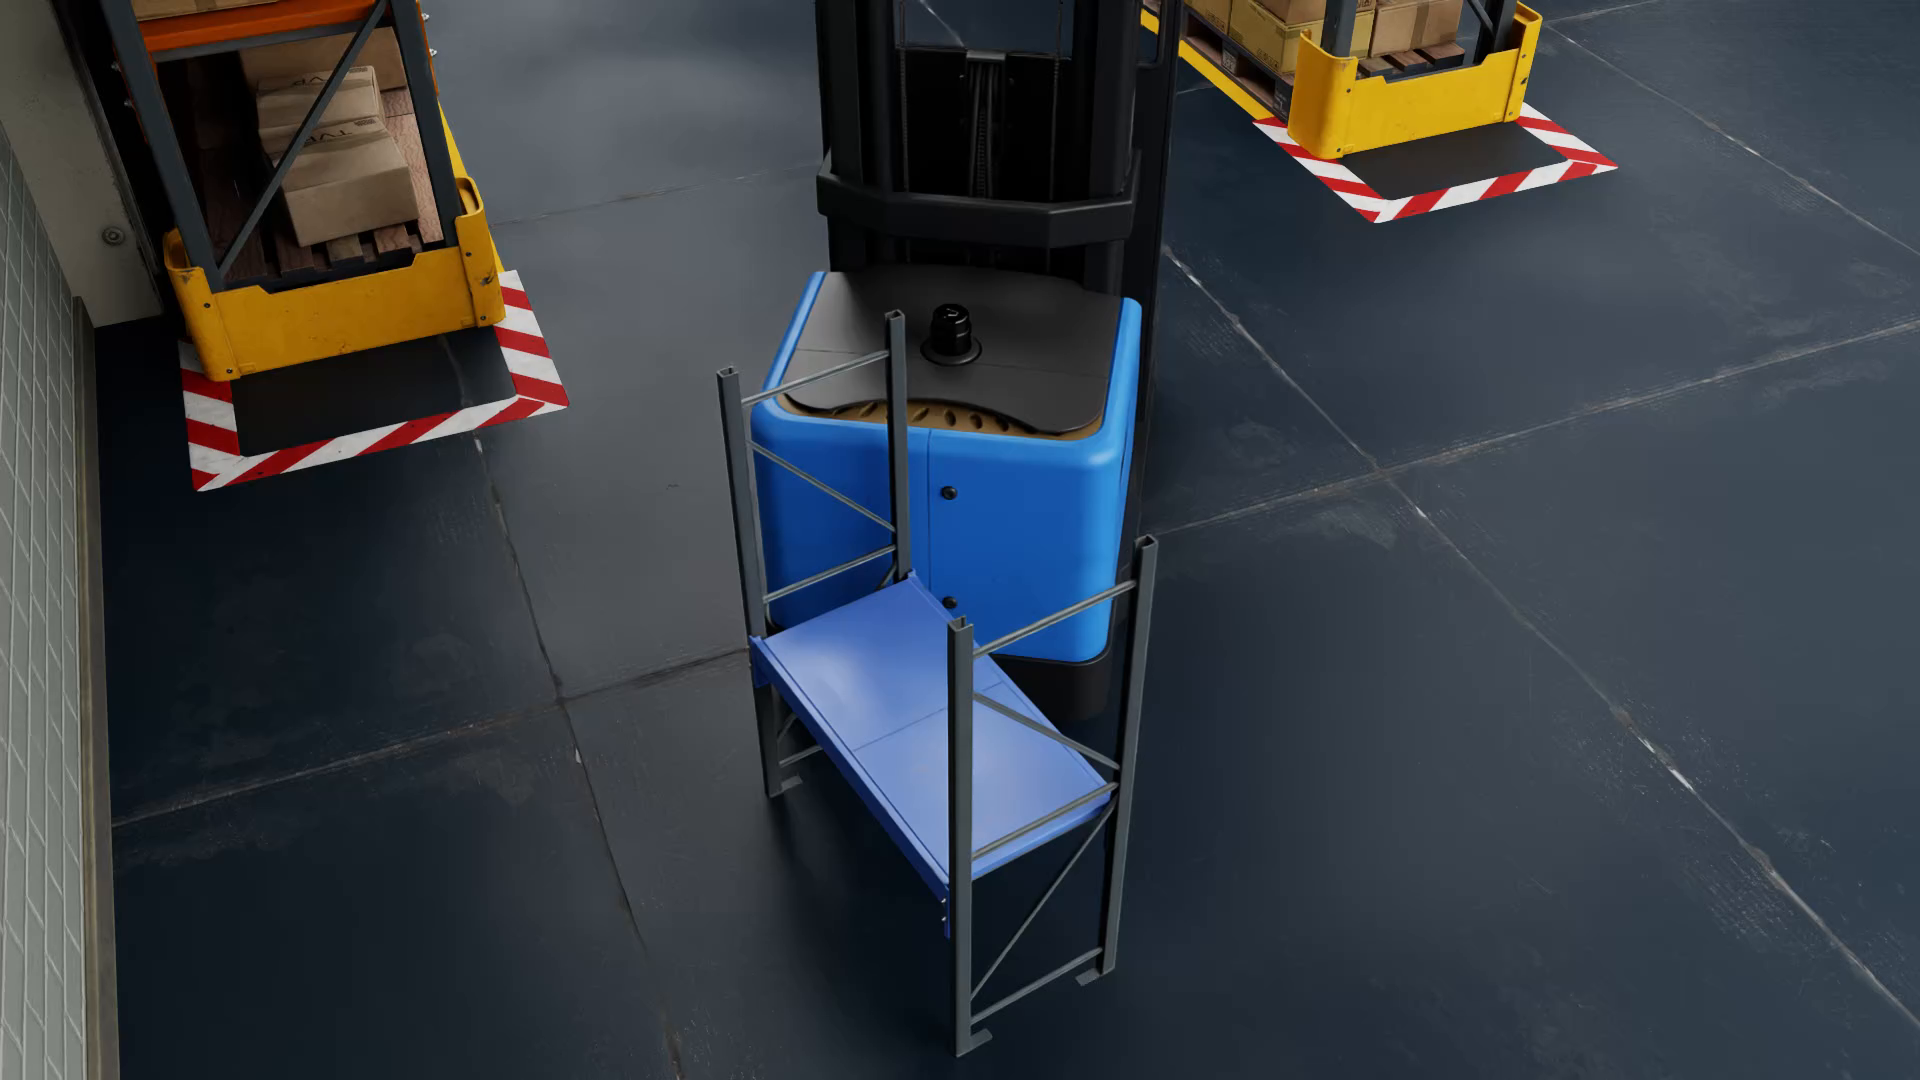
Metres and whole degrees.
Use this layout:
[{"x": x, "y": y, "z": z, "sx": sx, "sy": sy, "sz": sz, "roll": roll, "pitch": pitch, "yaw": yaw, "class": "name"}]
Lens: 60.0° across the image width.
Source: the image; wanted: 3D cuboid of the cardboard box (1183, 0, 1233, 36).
[{"x": 1.476, "y": -2.845, "z": 8.544, "sx": 0.500, "sy": 0.250, "sz": 0.500, "roll": -15, "pitch": 43, "yaw": -17, "class": "cardboard box"}]

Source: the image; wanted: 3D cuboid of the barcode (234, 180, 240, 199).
[{"x": -2.977, "y": -1.444, "z": 6.846, "sx": 0.001, "sy": 0.075, "sz": 0.075, "roll": -15, "pitch": 43, "yaw": -17, "class": "barcode"}]

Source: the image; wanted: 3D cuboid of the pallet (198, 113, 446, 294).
[{"x": -2.726, "y": -1.429, "z": 7.250, "sx": 1.003, "sy": 0.211, "sz": 1.213, "roll": -15, "pitch": 43, "yaw": -17, "class": "pallet"}]

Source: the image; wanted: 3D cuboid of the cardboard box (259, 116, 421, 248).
[{"x": -2.601, "y": -1.529, "z": 6.952, "sx": 0.500, "sy": 0.311, "sz": 0.500, "roll": -20, "pitch": 45, "yaw": -22, "class": "cardboard box"}]

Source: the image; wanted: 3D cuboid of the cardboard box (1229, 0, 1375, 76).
[{"x": 1.678, "y": -2.547, "z": 8.198, "sx": 0.500, "sy": 0.250, "sz": 0.500, "roll": -15, "pitch": 43, "yaw": -17, "class": "cardboard box"}]

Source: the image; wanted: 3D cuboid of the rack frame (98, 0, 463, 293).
[{"x": -2.419, "y": -1.943, "z": 5.708, "sx": 1.000, "sy": 3.000, "sz": 0.127, "roll": -15, "pitch": 43, "yaw": -17, "class": "rack frame"}]

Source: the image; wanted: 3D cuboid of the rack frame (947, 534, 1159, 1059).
[{"x": 0.193, "y": 0.651, "z": 3.842, "sx": 0.500, "sy": 1.500, "sz": 0.032, "roll": -23, "pitch": 46, "yaw": -24, "class": "rack frame"}]

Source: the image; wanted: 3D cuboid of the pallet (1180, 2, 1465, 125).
[{"x": 1.825, "y": -2.574, "z": 8.581, "sx": 1.003, "sy": 0.211, "sz": 1.213, "roll": -15, "pitch": 43, "yaw": -17, "class": "pallet"}]

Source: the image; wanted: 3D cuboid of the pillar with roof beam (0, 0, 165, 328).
[{"x": 0.491, "y": -5.497, "z": 5.241, "sx": 9.100, "sy": 9.000, "sz": 0.400, "roll": -15, "pitch": 43, "yaw": -17, "class": "pillar with roof beam"}]

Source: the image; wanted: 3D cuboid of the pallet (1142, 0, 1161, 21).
[{"x": 1.362, "y": -3.307, "z": 9.434, "sx": 1.003, "sy": 0.211, "sz": 1.213, "roll": -15, "pitch": 43, "yaw": -17, "class": "pallet"}]

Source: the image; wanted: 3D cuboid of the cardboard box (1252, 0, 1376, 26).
[{"x": 1.676, "y": -2.830, "z": 7.953, "sx": 0.500, "sy": 0.500, "sz": 0.500, "roll": -15, "pitch": 43, "yaw": -17, "class": "cardboard box"}]

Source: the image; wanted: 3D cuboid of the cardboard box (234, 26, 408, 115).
[{"x": -3.053, "y": -2.399, "z": 7.819, "sx": 0.700, "sy": 0.500, "sz": 0.500, "roll": -18, "pitch": 44, "yaw": -20, "class": "cardboard box"}]

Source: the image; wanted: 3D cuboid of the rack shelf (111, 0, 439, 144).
[{"x": -3.184, "y": -2.875, "z": 7.344, "sx": 1.077, "sy": 0.370, "sz": 4.000, "roll": -15, "pitch": 43, "yaw": -17, "class": "rack shelf"}]

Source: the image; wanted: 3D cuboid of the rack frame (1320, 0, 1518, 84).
[{"x": 2.156, "y": -3.181, "z": 7.148, "sx": 1.000, "sy": 3.000, "sz": 0.127, "roll": -15, "pitch": 43, "yaw": -17, "class": "rack frame"}]

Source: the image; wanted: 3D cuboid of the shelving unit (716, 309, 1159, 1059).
[{"x": -0.081, "y": 0.372, "z": 4.167, "sx": 0.538, "sy": 1.500, "sz": 1.048, "roll": -23, "pitch": 46, "yaw": -24, "class": "shelving unit"}]

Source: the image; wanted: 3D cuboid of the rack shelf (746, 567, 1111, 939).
[{"x": -0.081, "y": 0.509, "z": 4.284, "sx": 0.538, "sy": 0.185, "sz": 1.000, "roll": -23, "pitch": 46, "yaw": -24, "class": "rack shelf"}]

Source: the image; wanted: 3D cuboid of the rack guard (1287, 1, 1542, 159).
[{"x": 2.165, "y": -2.218, "z": 7.946, "sx": 1.175, "sy": 0.500, "sz": 0.348, "roll": -15, "pitch": 43, "yaw": -17, "class": "rack guard"}]

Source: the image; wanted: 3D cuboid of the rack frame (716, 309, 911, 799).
[{"x": -0.355, "y": 0.093, "z": 4.492, "sx": 0.500, "sy": 1.500, "sz": 0.032, "roll": -23, "pitch": 46, "yaw": -24, "class": "rack frame"}]

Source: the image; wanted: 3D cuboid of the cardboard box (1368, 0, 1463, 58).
[{"x": 2.156, "y": -2.676, "z": 8.348, "sx": 0.500, "sy": 0.250, "sz": 0.500, "roll": -15, "pitch": 43, "yaw": -17, "class": "cardboard box"}]

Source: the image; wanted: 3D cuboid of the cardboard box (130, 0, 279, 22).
[{"x": -2.777, "y": -2.127, "z": 6.022, "sx": 0.500, "sy": 0.250, "sz": 0.500, "roll": -15, "pitch": 43, "yaw": -16, "class": "cardboard box"}]

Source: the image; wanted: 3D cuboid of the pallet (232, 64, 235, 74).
[{"x": -3.660, "y": -2.899, "z": 8.959, "sx": 1.003, "sy": 0.211, "sz": 1.213, "roll": -15, "pitch": 43, "yaw": -17, "class": "pallet"}]

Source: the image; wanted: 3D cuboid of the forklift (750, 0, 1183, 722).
[{"x": 0.151, "y": -1.528, "z": 5.279, "sx": 1.130, "sy": 2.935, "sz": 3.031, "roll": 6, "pitch": 41, "yaw": 7, "class": "forklift"}]

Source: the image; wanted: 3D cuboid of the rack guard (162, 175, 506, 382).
[{"x": -2.448, "y": -1.041, "z": 6.577, "sx": 1.175, "sy": 0.500, "sz": 0.348, "roll": -15, "pitch": 43, "yaw": -17, "class": "rack guard"}]

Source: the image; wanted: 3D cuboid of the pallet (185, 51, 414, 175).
[{"x": -3.189, "y": -2.163, "z": 8.104, "sx": 1.003, "sy": 0.211, "sz": 1.213, "roll": -15, "pitch": 43, "yaw": -17, "class": "pallet"}]

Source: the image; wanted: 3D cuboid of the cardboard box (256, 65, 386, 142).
[{"x": -2.819, "y": -1.873, "z": 7.352, "sx": 0.500, "sy": 0.311, "sz": 0.500, "roll": -12, "pitch": 42, "yaw": -13, "class": "cardboard box"}]
